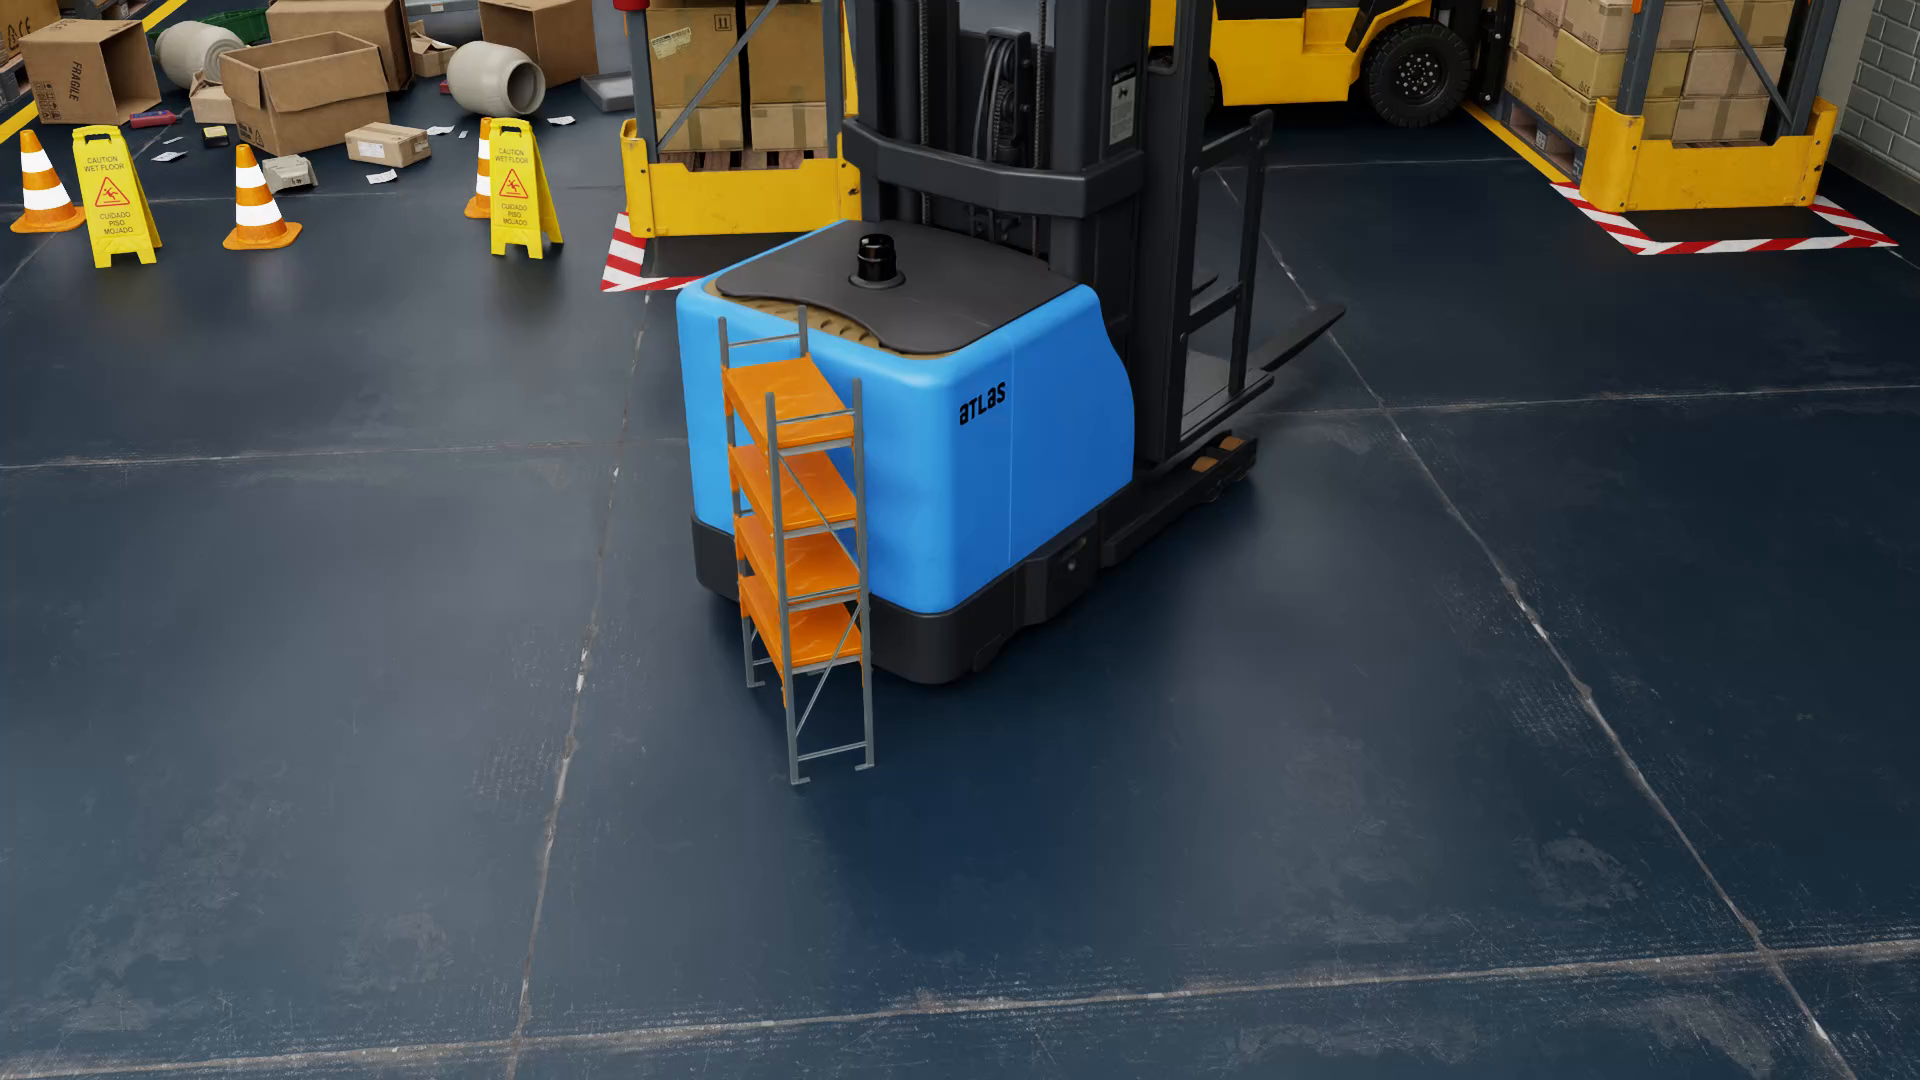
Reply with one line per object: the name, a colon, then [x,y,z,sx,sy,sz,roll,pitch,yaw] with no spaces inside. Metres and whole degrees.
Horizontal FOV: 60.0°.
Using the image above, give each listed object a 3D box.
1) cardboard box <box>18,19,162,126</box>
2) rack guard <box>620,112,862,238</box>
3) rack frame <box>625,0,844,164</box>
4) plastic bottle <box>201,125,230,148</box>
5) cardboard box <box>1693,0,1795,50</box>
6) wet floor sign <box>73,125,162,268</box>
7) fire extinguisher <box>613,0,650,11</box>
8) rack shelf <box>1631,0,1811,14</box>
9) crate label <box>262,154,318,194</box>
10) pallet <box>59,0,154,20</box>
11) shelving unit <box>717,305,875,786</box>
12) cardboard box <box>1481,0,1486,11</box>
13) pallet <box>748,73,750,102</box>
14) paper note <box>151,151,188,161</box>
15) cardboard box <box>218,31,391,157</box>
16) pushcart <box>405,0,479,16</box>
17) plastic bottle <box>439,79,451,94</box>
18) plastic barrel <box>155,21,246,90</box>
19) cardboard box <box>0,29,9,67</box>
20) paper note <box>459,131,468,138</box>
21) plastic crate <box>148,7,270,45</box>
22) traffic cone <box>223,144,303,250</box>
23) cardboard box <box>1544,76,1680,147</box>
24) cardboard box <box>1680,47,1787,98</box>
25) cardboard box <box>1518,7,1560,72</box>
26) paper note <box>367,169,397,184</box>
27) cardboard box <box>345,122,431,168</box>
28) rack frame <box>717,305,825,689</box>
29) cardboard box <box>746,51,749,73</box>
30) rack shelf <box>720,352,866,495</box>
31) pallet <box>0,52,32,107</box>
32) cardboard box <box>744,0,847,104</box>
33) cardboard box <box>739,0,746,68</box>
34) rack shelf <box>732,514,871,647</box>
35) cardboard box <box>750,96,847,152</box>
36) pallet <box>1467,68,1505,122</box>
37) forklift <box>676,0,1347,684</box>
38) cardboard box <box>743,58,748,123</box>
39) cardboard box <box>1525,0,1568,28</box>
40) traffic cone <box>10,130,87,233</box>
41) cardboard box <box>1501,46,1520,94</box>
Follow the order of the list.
cardboard box: [-5.193,-2.802,9.950,0.500,0.500,0.500,2,31,4]
rack guard: [-1.074,-1.829,8.325,1.175,0.500,0.348,-3,31,-5]
rack frame: [-1.067,-2.864,7.619,1.000,3.000,0.127,-3,31,-5]
plastic bottle: [-4.304,-2.339,9.606,0.133,0.061,0.283,-14,33,-22]
cardboard box: [4.018,-2.787,8.787,0.500,0.250,0.500,-3,31,-5]
wet floor sign: [-4.012,-1.644,7.873,0.267,0.644,0.232,-8,32,-13]
fire extinguisher: [-1.515,-2.750,7.504,0.296,0.674,0.183,-3,31,-5]
rack shelf: [3.688,-3.816,9.914,1.077,0.370,4.000,-3,31,-5]
crate label: [-3.600,-1.964,8.904,0.250,0.136,0.298,-20,36,-30]
pallet: [-6.507,-3.810,11.923,1.003,0.211,1.213,-3,31,-5]
shelving unit: [-0.441,0.024,4.539,0.258,1.200,0.503,-11,33,-18]
cardboard box: [3.369,-3.326,10.178,0.500,0.250,0.500,-3,31,-5]
pallet: [-1.226,-2.743,10.137,1.003,0.211,1.213,-3,31,-5]
paper note: [-4.438,-2.160,9.338,0.144,0.017,0.142,8,32,13]
cardboard box: [-3.752,-2.567,9.557,0.637,0.503,0.797,27,40,37]
pushcart: [-3.706,-3.645,11.485,1.648,0.377,0.936,-14,33,-22]
plastic bottle: [-3.187,-2.896,10.538,0.133,0.061,0.283,2,31,4]
plastic barrel: [-4.726,-3.005,10.369,0.512,0.421,0.421,20,36,29]
cardboard box: [-6.283,-3.101,9.678,0.875,0.875,0.875,-3,31,-4]
paper note: [-2.899,-2.368,9.704,0.032,0.001,0.123,-3,31,-5]
plastic crate: [-5.039,-3.409,11.217,0.450,0.188,0.662,4,30,26]
traffic cone: [-3.465,-1.705,8.154,0.336,0.463,0.334,-3,31,-5]
cardboard box: [3.516,-2.328,8.994,0.500,0.250,0.500,-3,31,-4]
cardboard box: [4.037,-2.568,8.908,0.500,0.250,0.500,-2,31,-4]
cardboard box: [3.482,-2.808,9.310,0.500,0.250,0.500,-3,31,-5]
paper note: [-3.137,-1.976,9.029,0.148,0.019,0.142,-14,33,-22]
cardboard box: [-3.201,-2.212,9.308,0.380,0.149,0.250,13,33,21]
rack frame: [-0.527,-0.093,4.735,0.240,1.200,0.015,-11,33,-18]
cardboard box: [-1.541,-3.049,10.201,0.500,0.250,0.500,-3,31,-5]
rack shelf: [-0.441,-0.313,4.338,0.258,0.148,0.480,-11,33,-18]
pallet: [-6.367,-3.028,10.613,1.003,0.211,1.213,-3,31,-5]
cardboard box: [-0.870,-2.623,8.756,0.500,0.500,0.500,-4,31,-6]
cardboard box: [-1.454,-2.848,9.134,0.500,0.500,0.500,-2,31,-3]
rack shelf: [-0.441,0.082,4.574,0.258,0.148,0.480,-11,33,-18]
cardboard box: [-0.867,-2.289,8.928,0.500,0.250,0.500,-3,31,-5]
pallet: [3.651,-2.916,10.426,1.003,0.211,1.213,-3,31,-5]
forklift: [0.434,-1.530,5.453,1.130,2.935,3.031,21,37,31]
cardboard box: [-1.451,-2.528,9.329,0.500,0.250,0.500,-3,31,-4]
cardboard box: [3.467,-3.013,9.166,0.500,0.250,0.500,-2,31,-4]
traffic cone: [-4.622,-1.825,8.354,0.336,0.463,0.334,-3,31,-5]
cardboard box: [3.441,-2.838,9.848,0.500,0.250,0.500,-2,31,-4]
